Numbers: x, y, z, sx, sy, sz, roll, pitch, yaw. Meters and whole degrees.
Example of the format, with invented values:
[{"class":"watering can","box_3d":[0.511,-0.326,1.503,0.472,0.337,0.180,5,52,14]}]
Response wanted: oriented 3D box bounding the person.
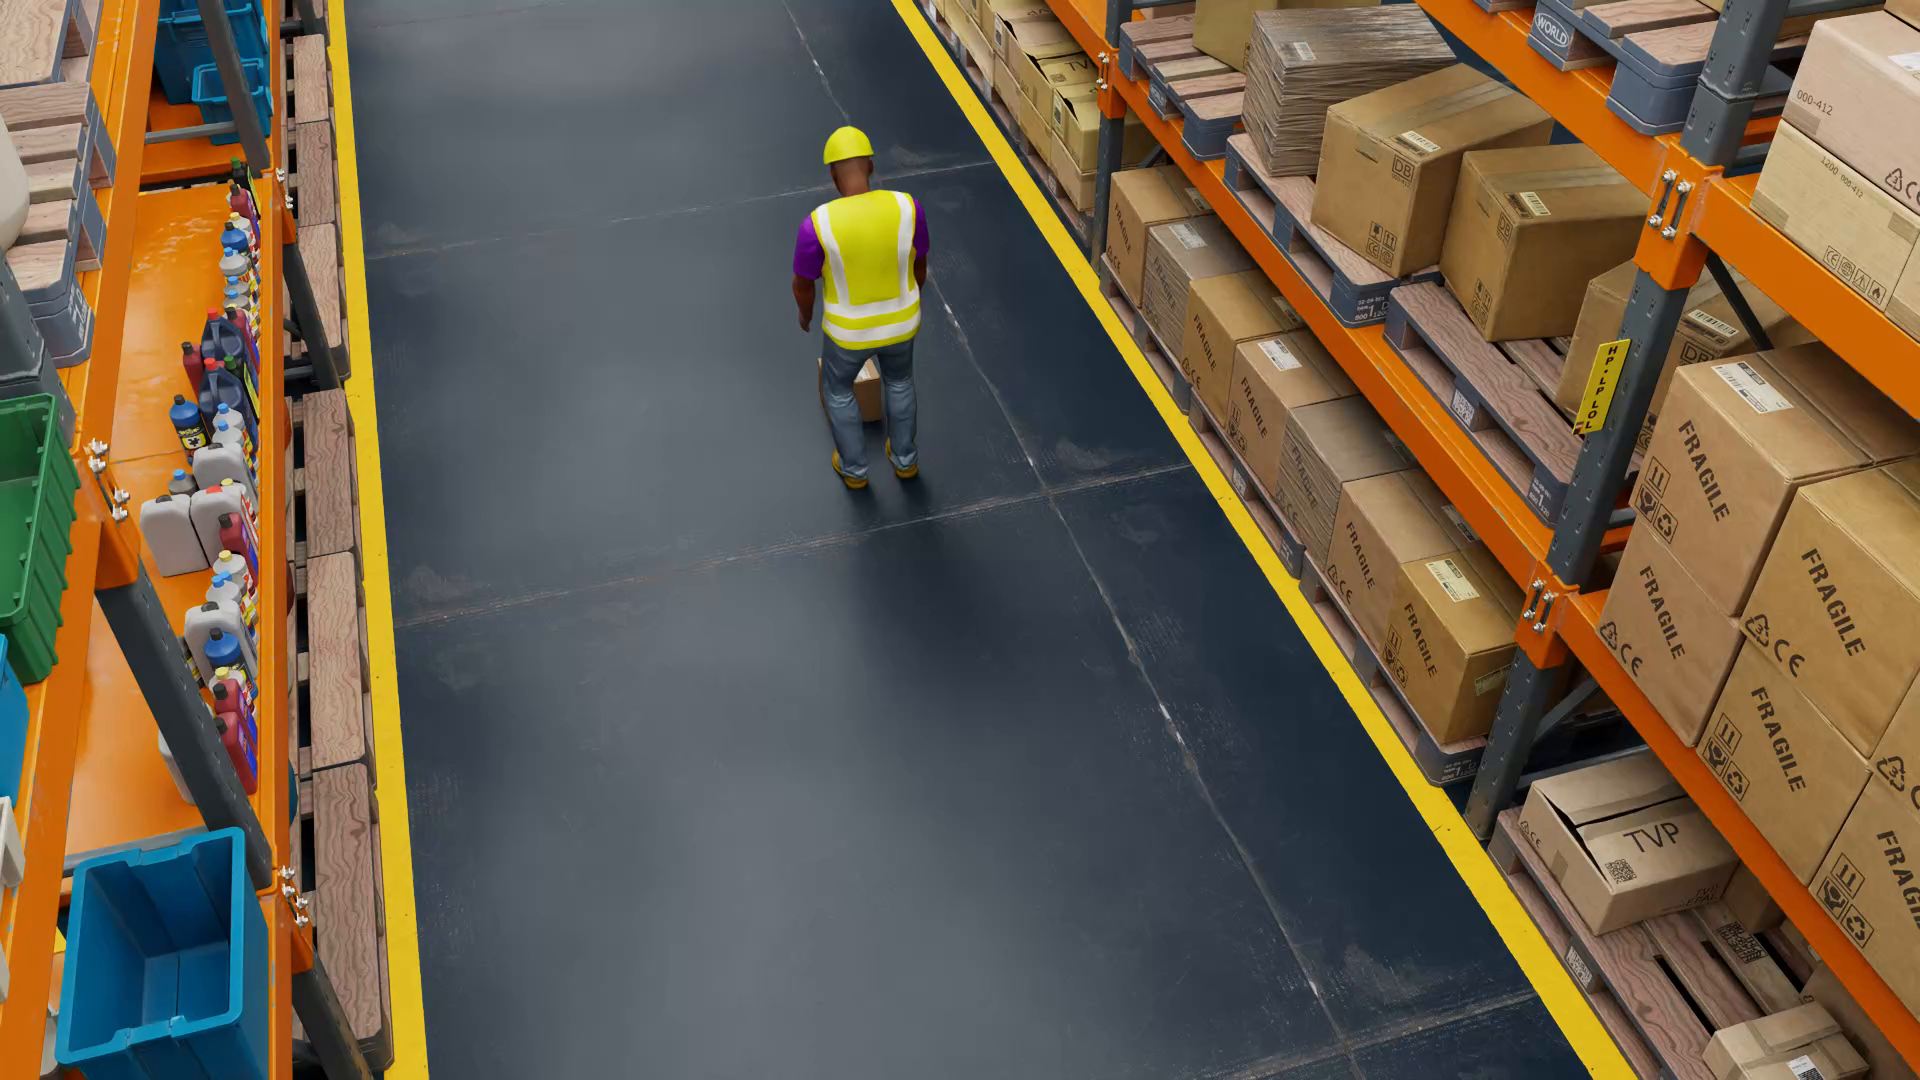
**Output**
[{"class":"person","box_3d":[-0.422,-0.954,7.273,0.595,1.676,0.434,-11,43,-12]}]
